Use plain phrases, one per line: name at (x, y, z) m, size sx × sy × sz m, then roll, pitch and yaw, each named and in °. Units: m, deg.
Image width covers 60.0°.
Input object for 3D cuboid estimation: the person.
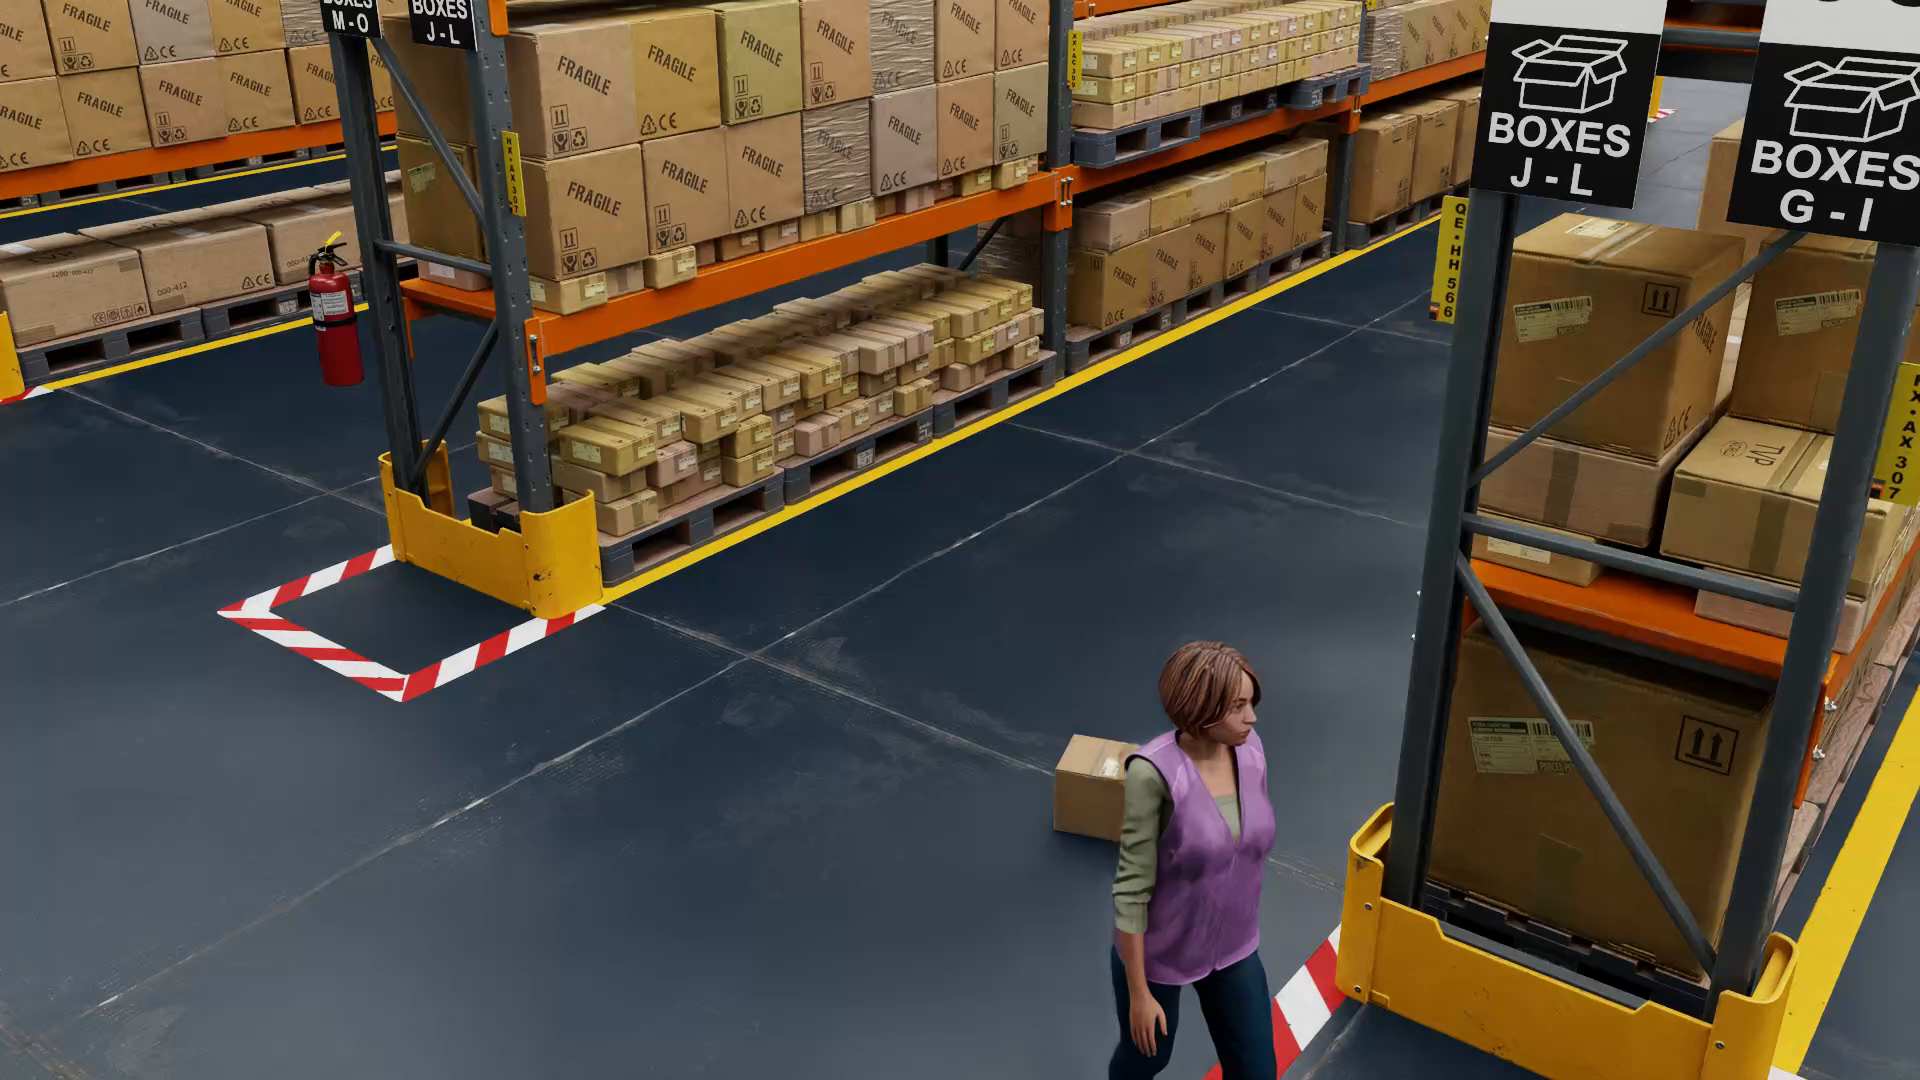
person at (0.533, 0.999, 3.882) m, size 0.458 × 1.651 × 0.572 m, roll -11°, pitch 26°, yaw -23°
